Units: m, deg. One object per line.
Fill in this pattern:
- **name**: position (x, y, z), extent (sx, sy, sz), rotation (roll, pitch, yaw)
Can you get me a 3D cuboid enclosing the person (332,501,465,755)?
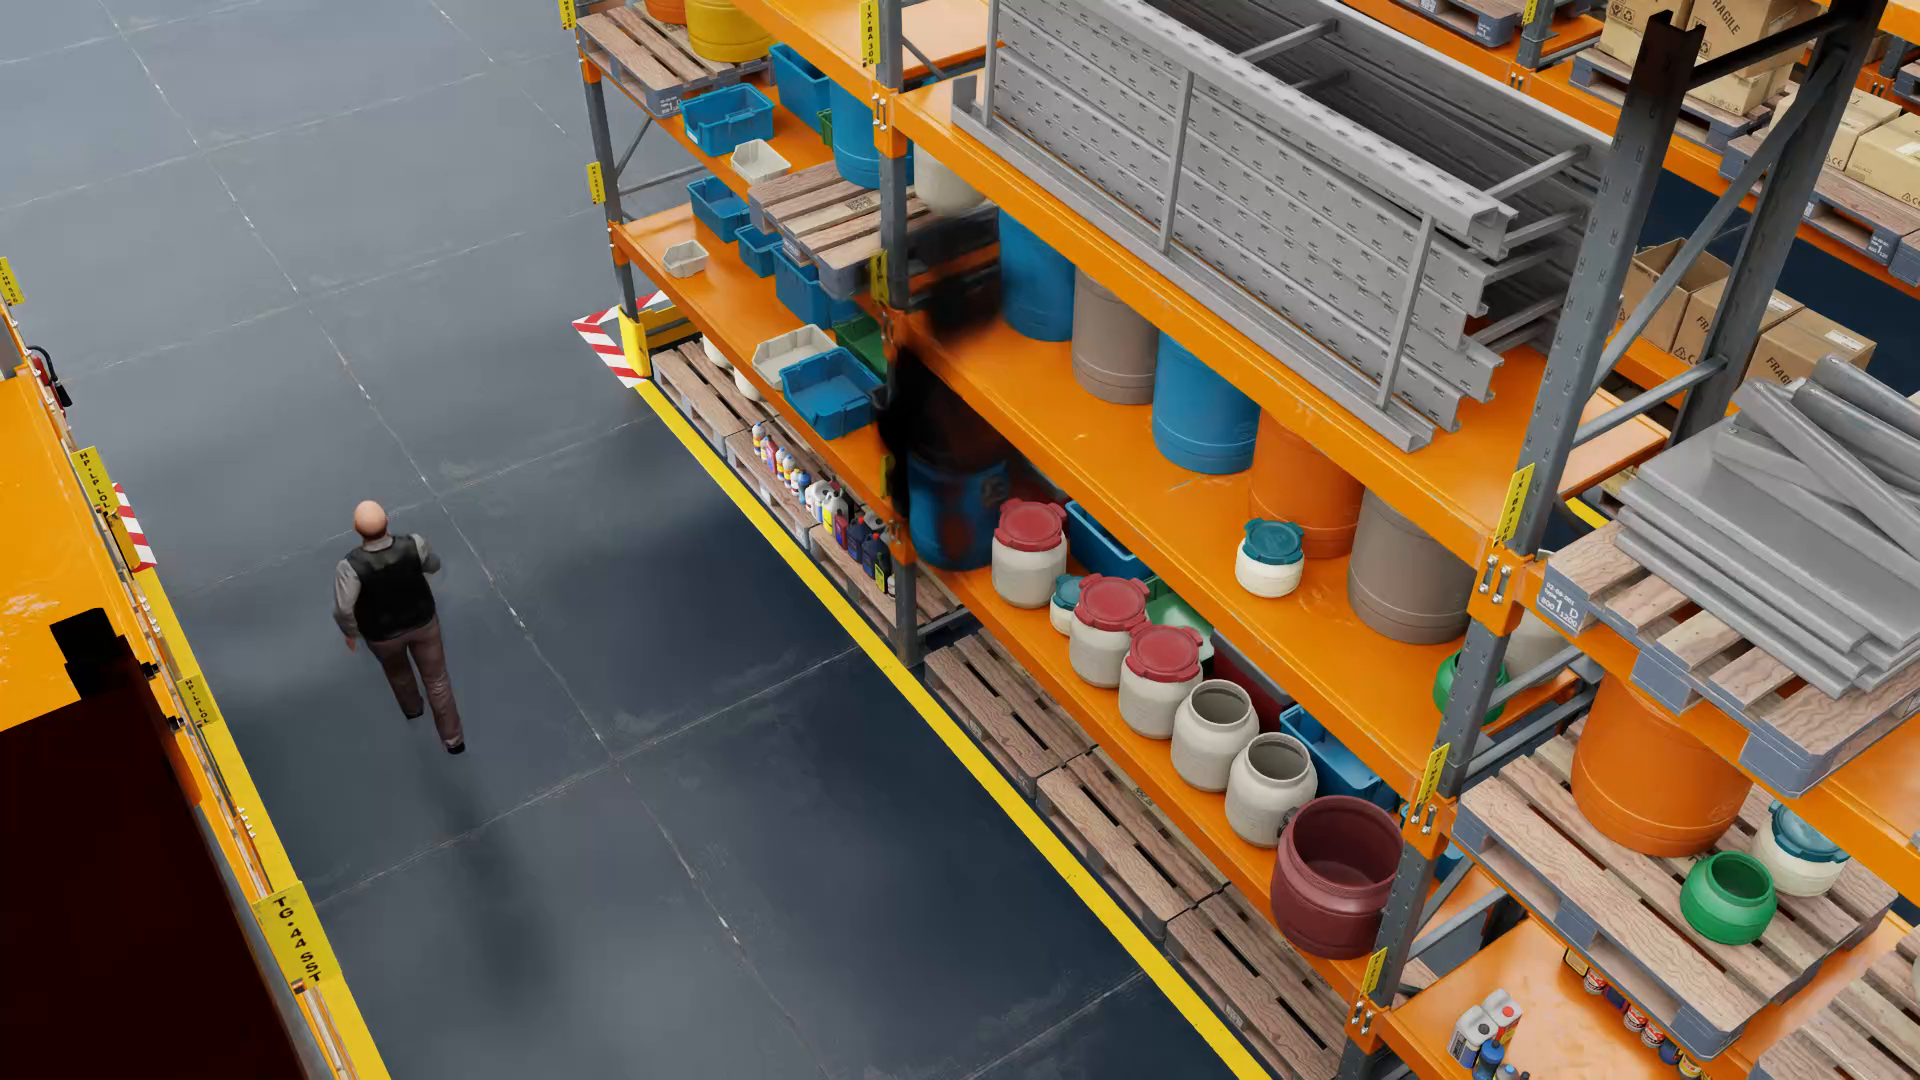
- **person**: position (-3.202, 0.511, 9.530), extent (0.645, 1.830, 0.812), rotation (-20, 46, -21)
